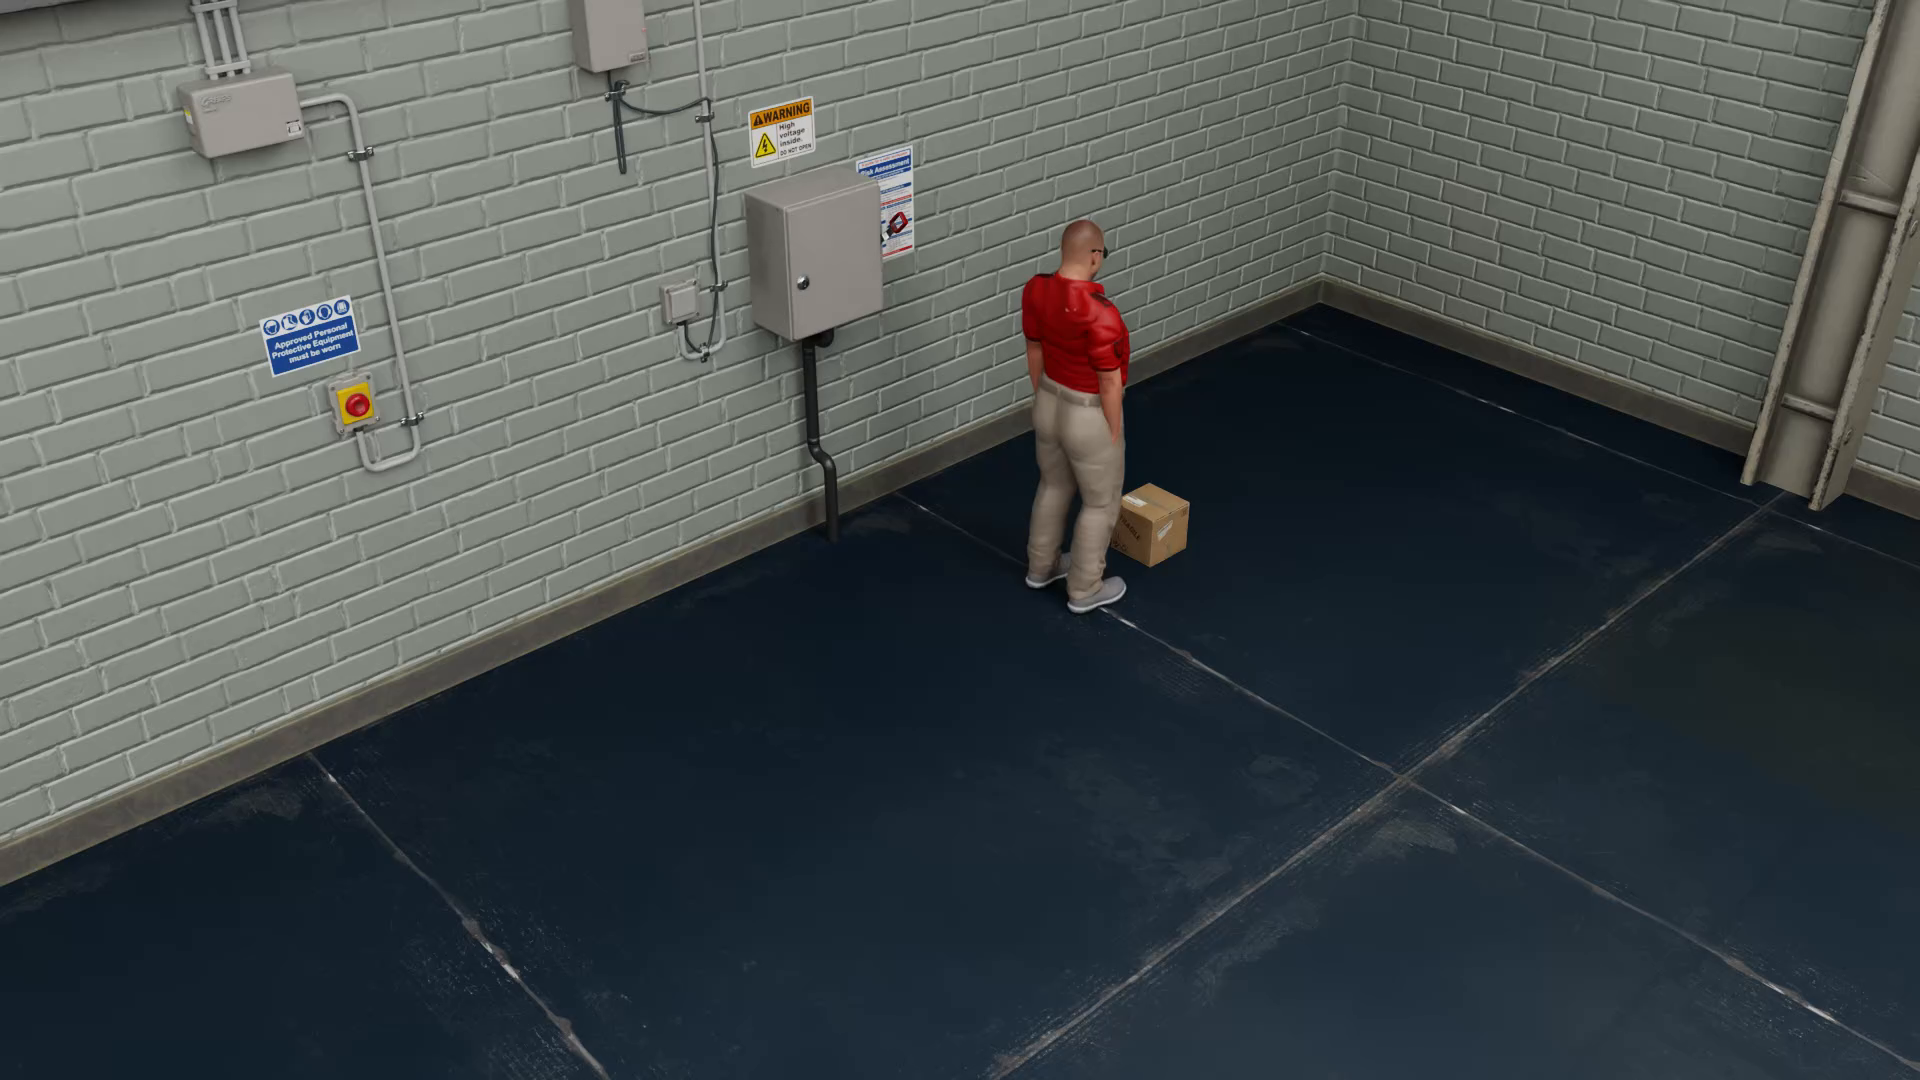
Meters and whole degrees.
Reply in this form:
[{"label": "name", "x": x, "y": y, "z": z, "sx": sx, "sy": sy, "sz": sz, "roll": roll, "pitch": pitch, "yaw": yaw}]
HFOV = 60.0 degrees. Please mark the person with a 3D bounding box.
[{"label": "person", "x": 0.497, "y": -0.527, "z": 7.021, "sx": 0.358, "sy": 1.721, "sz": 0.530, "roll": -25, "pitch": 39, "yaw": -34}]
